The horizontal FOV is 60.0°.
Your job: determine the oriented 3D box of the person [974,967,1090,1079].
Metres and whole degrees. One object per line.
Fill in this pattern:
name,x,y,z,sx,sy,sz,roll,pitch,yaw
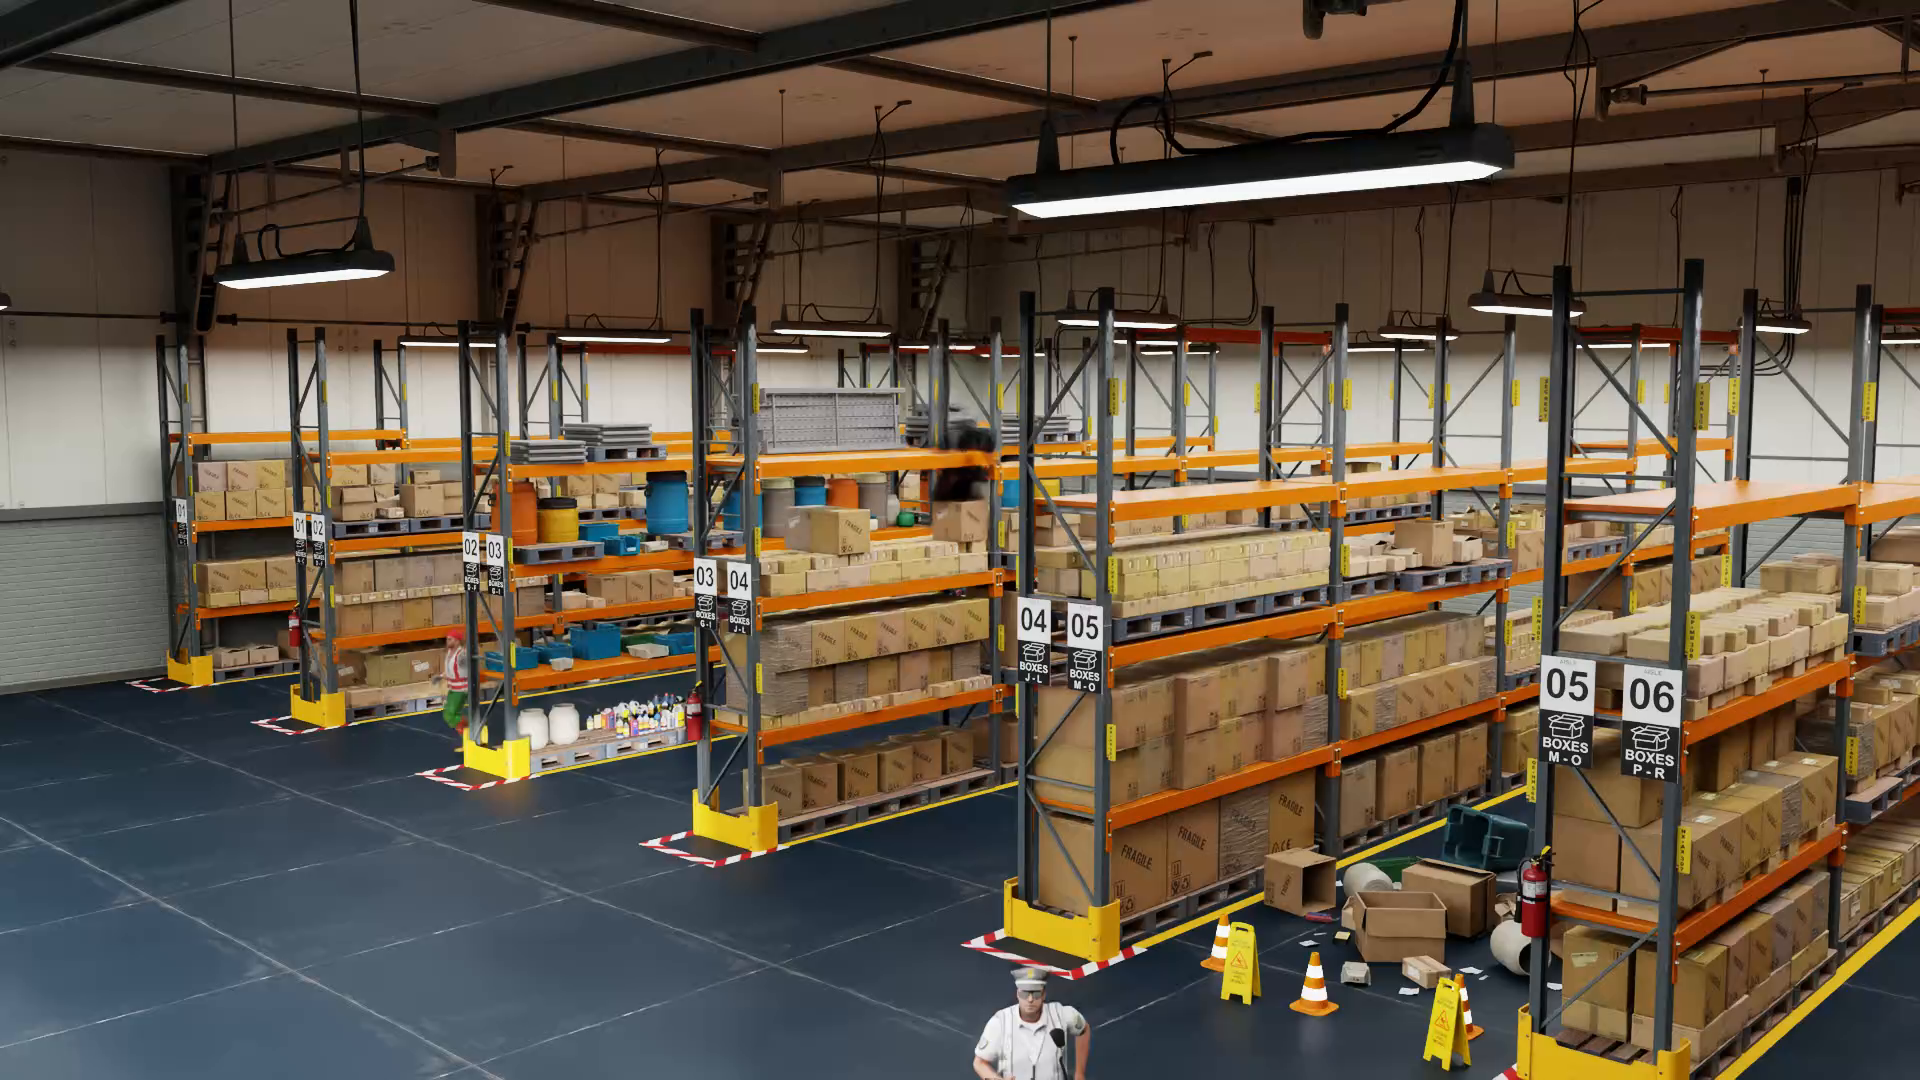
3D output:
person,0.428,3.385,9.847,0.691,1.848,0.913,0,5,3

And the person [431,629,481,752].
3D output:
person,-7.072,2.117,23.329,0.590,1.746,0.666,-5,7,-44

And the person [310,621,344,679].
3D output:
person,-10.300,1.778,27.054,0.646,1.693,0.633,3,6,31
